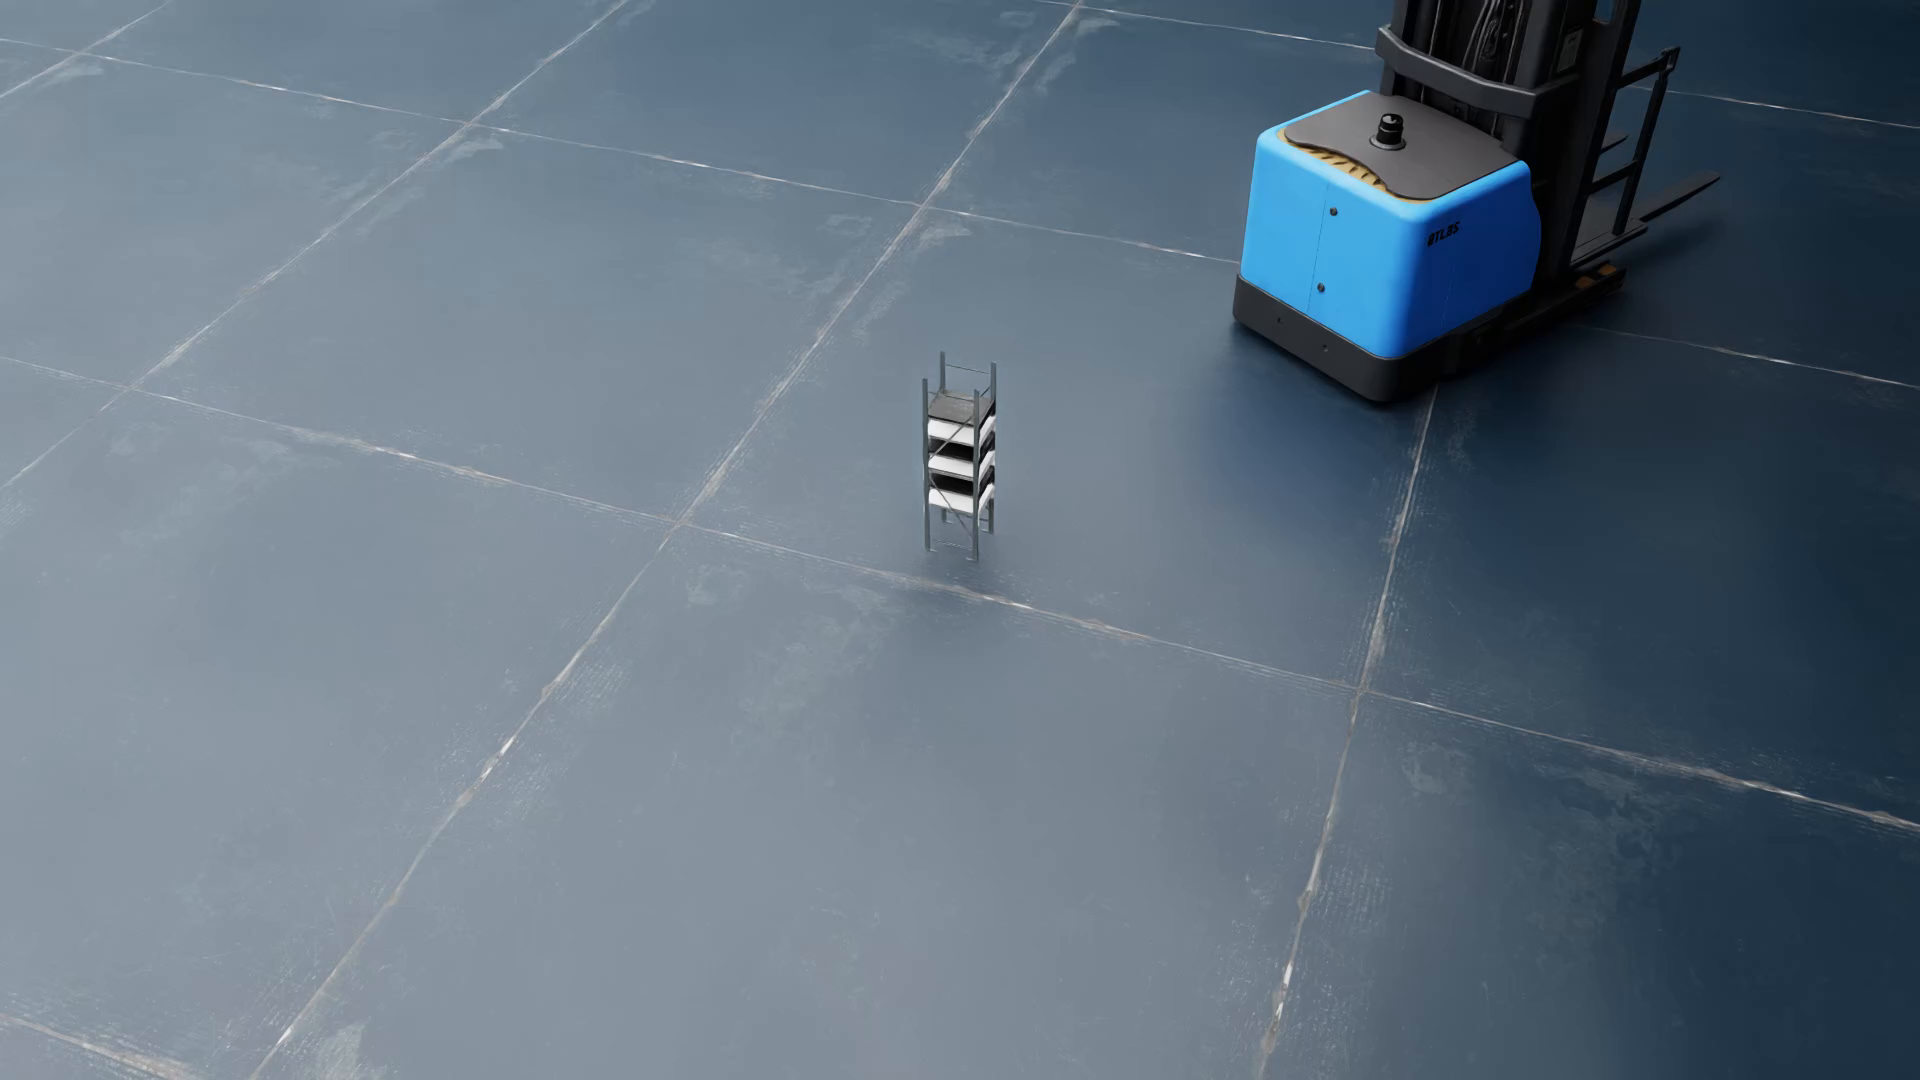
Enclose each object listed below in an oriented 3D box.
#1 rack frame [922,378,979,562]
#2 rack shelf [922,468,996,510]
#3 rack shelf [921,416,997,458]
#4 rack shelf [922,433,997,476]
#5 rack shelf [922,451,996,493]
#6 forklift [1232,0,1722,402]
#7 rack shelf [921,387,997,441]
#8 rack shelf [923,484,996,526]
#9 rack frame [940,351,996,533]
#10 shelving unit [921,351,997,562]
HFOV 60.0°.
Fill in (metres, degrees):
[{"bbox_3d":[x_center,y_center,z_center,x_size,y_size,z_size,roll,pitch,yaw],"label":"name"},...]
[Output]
[{"bbox_3d":[-0.038,-0.275,6.879,0.240,0.900,0.006,13,42,15],"label":"rack frame"},{"bbox_3d":[-0.003,-0.244,7.032,0.258,0.077,0.200,13,42,15],"label":"rack shelf"},{"bbox_3d":[-0.003,-0.449,6.857,0.258,0.077,0.200,13,42,15],"label":"rack shelf"},{"bbox_3d":[-0.003,-0.380,6.915,0.258,0.077,0.200,13,42,15],"label":"rack shelf"},{"bbox_3d":[-0.003,-0.312,6.974,0.258,0.077,0.200,13,42,15],"label":"rack shelf"},{"bbox_3d":[2.865,-2.562,7.995,3.031,2.935,1.130,-27,47,-28],"label":"forklift"},{"bbox_3d":[-0.003,-0.517,6.799,0.258,0.077,0.200,13,42,15],"label":"rack shelf"},{"bbox_3d":[-0.003,-0.175,7.091,0.258,0.077,0.200,13,42,15],"label":"rack shelf"},{"bbox_3d":[0.032,-0.399,7.025,0.240,0.900,0.006,13,42,15],"label":"rack frame"},{"bbox_3d":[-0.003,-0.337,6.952,0.258,0.900,0.210,13,42,15],"label":"shelving unit"}]
